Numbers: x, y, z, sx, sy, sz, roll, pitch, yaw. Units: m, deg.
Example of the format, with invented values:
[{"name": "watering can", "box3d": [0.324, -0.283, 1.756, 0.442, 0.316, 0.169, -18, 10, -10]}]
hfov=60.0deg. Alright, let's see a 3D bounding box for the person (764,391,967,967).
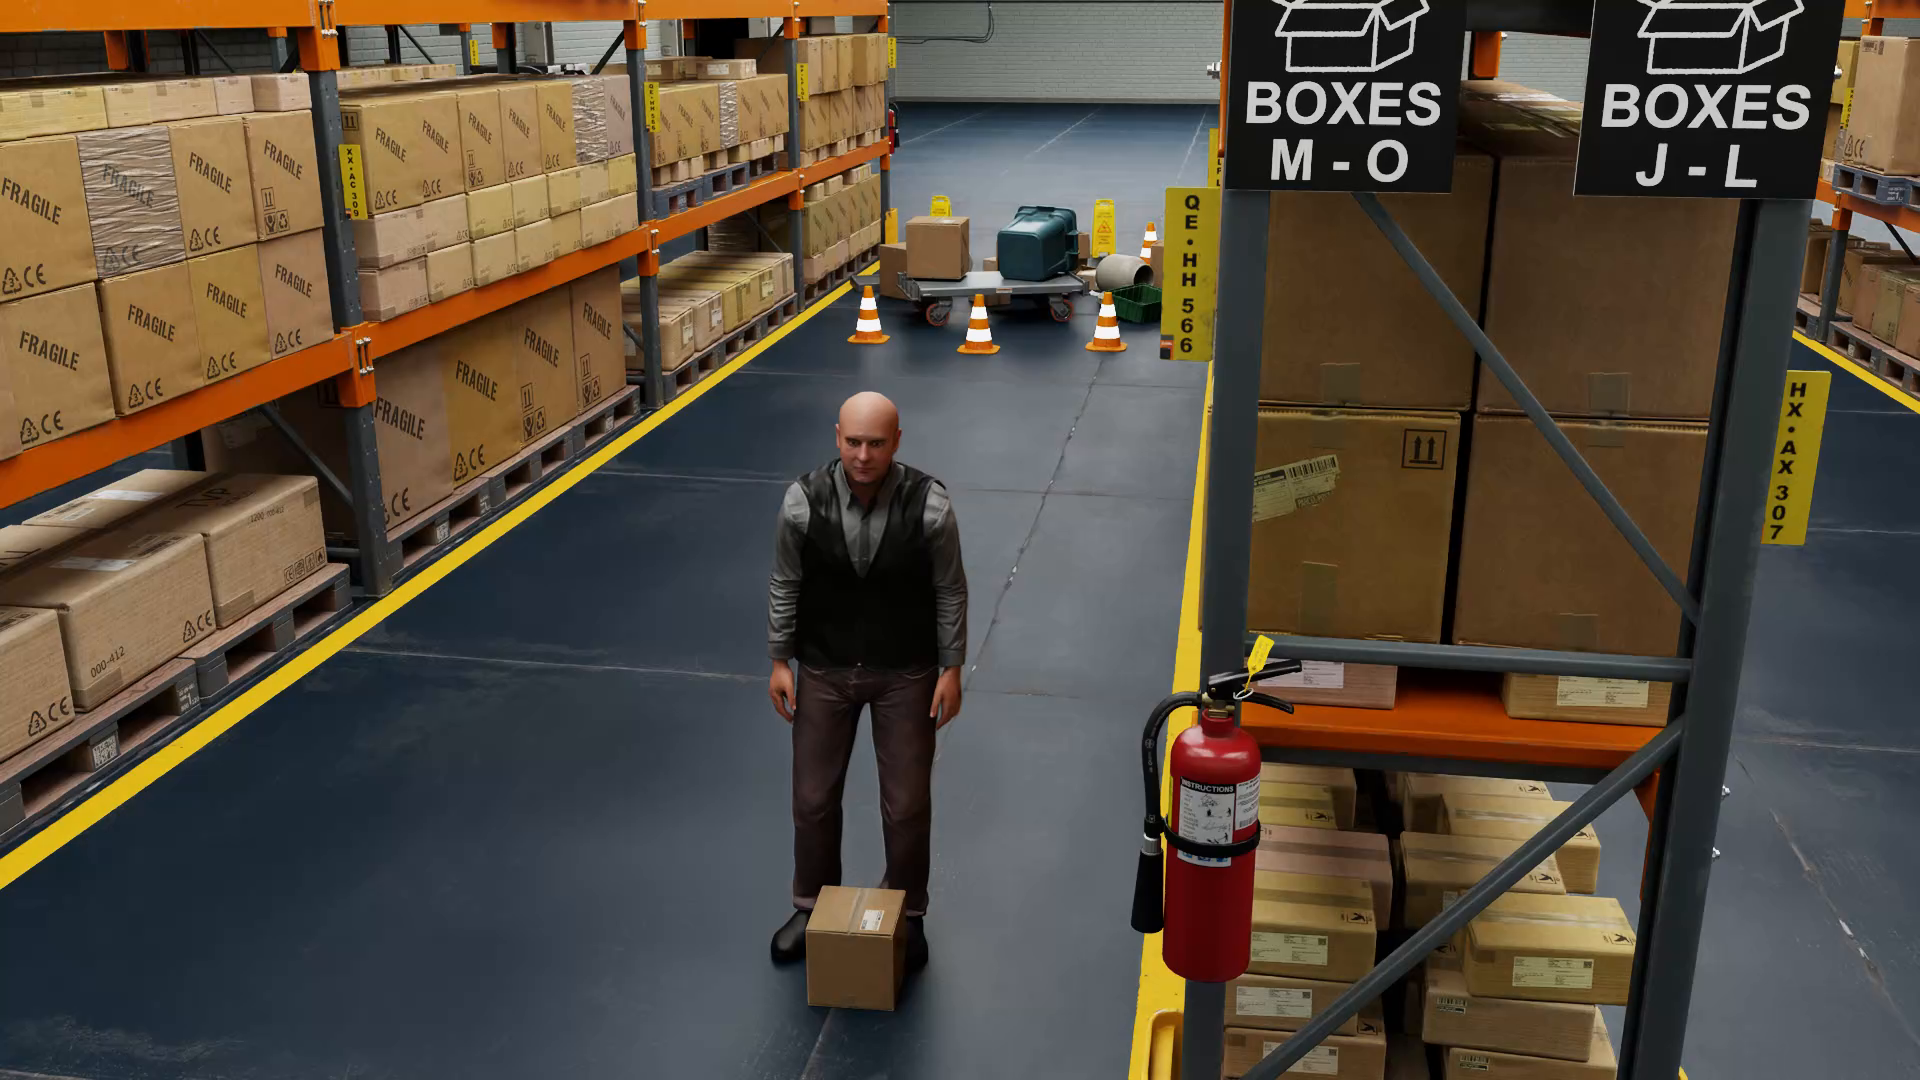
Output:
[{"name": "person", "box3d": [-0.277, 0.394, 4.862, 0.595, 1.721, 0.420, 1, 18, 5]}]
